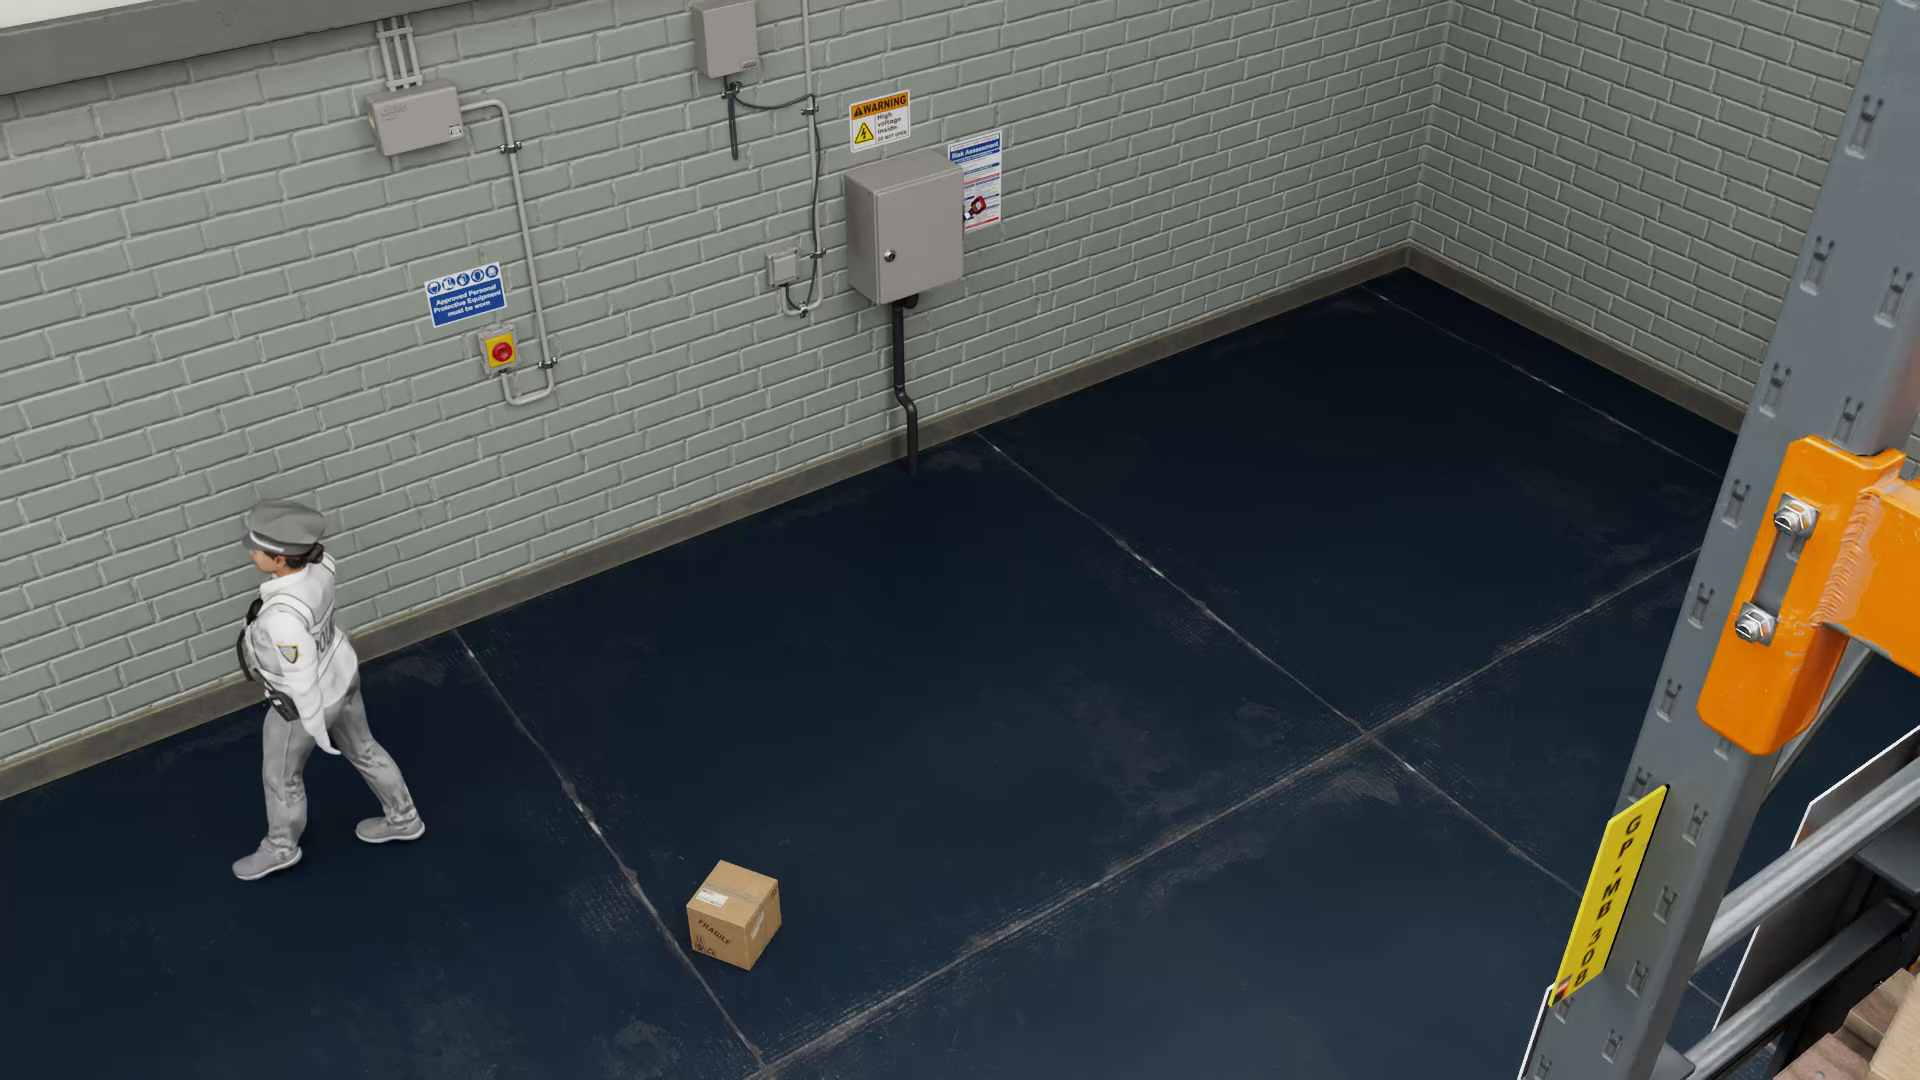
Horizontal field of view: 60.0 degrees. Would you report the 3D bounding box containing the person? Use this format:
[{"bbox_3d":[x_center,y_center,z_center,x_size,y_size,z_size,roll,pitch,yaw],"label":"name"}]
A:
[{"bbox_3d":[-2.521,0.571,6.230,0.709,1.659,0.498,3,37,4],"label":"person"}]
